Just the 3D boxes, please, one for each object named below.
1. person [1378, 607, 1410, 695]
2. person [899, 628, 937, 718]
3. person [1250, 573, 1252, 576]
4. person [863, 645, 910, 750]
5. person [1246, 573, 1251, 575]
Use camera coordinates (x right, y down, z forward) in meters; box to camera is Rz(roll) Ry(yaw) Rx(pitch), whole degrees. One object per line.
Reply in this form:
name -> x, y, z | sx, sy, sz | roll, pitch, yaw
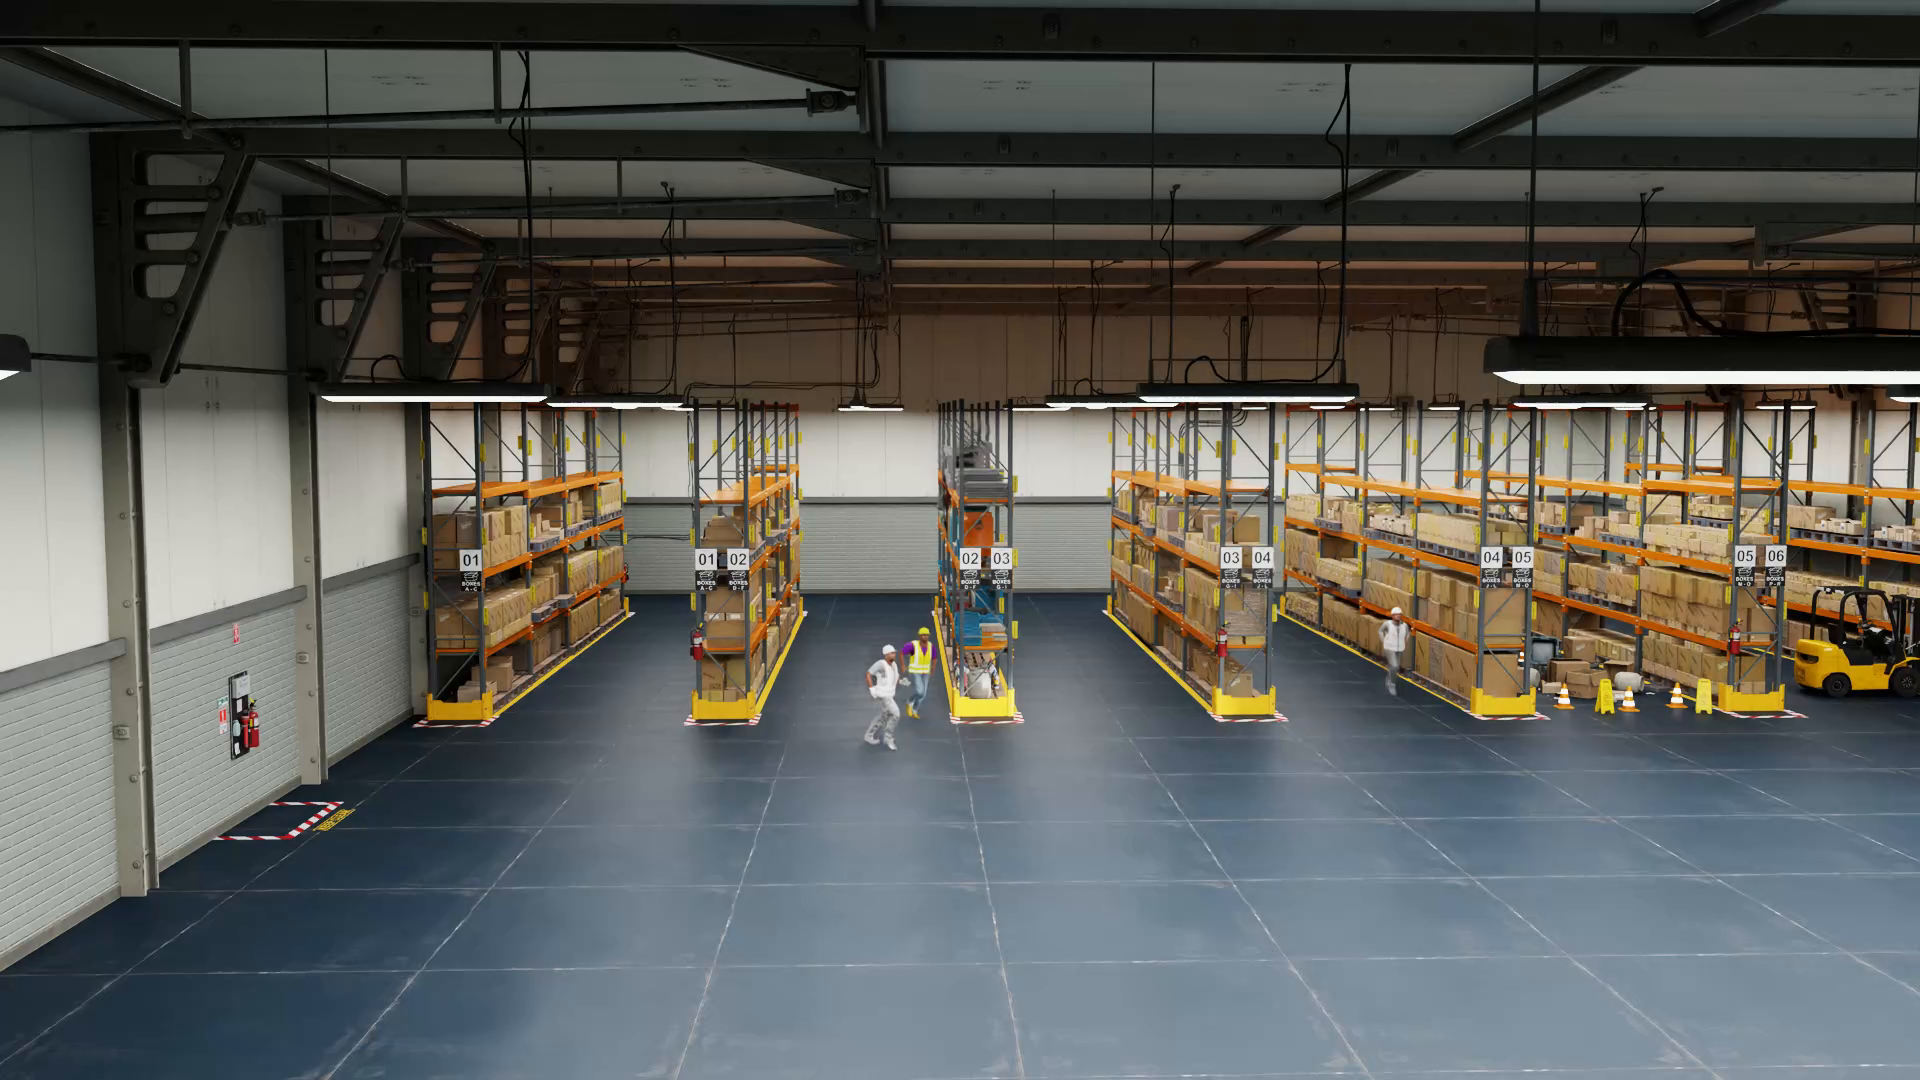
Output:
person -> 8.921, 2.266, 34.105 | 0.574, 1.811, 0.847 | -1, 4, -13
person -> -0.748, 2.499, 31.246 | 0.702, 1.722, 0.588 | -2, 5, -30
person -> 8.683, 1.177, 48.806 | 0.687, 1.746, 0.802 | -2, 5, -28
person -> -1.273, 2.692, 28.478 | 0.862, 1.811, 0.589 | 1, 5, 18
person -> 8.097, 1.187, 47.966 | 0.681, 1.753, 0.959 | 3, 5, 38
